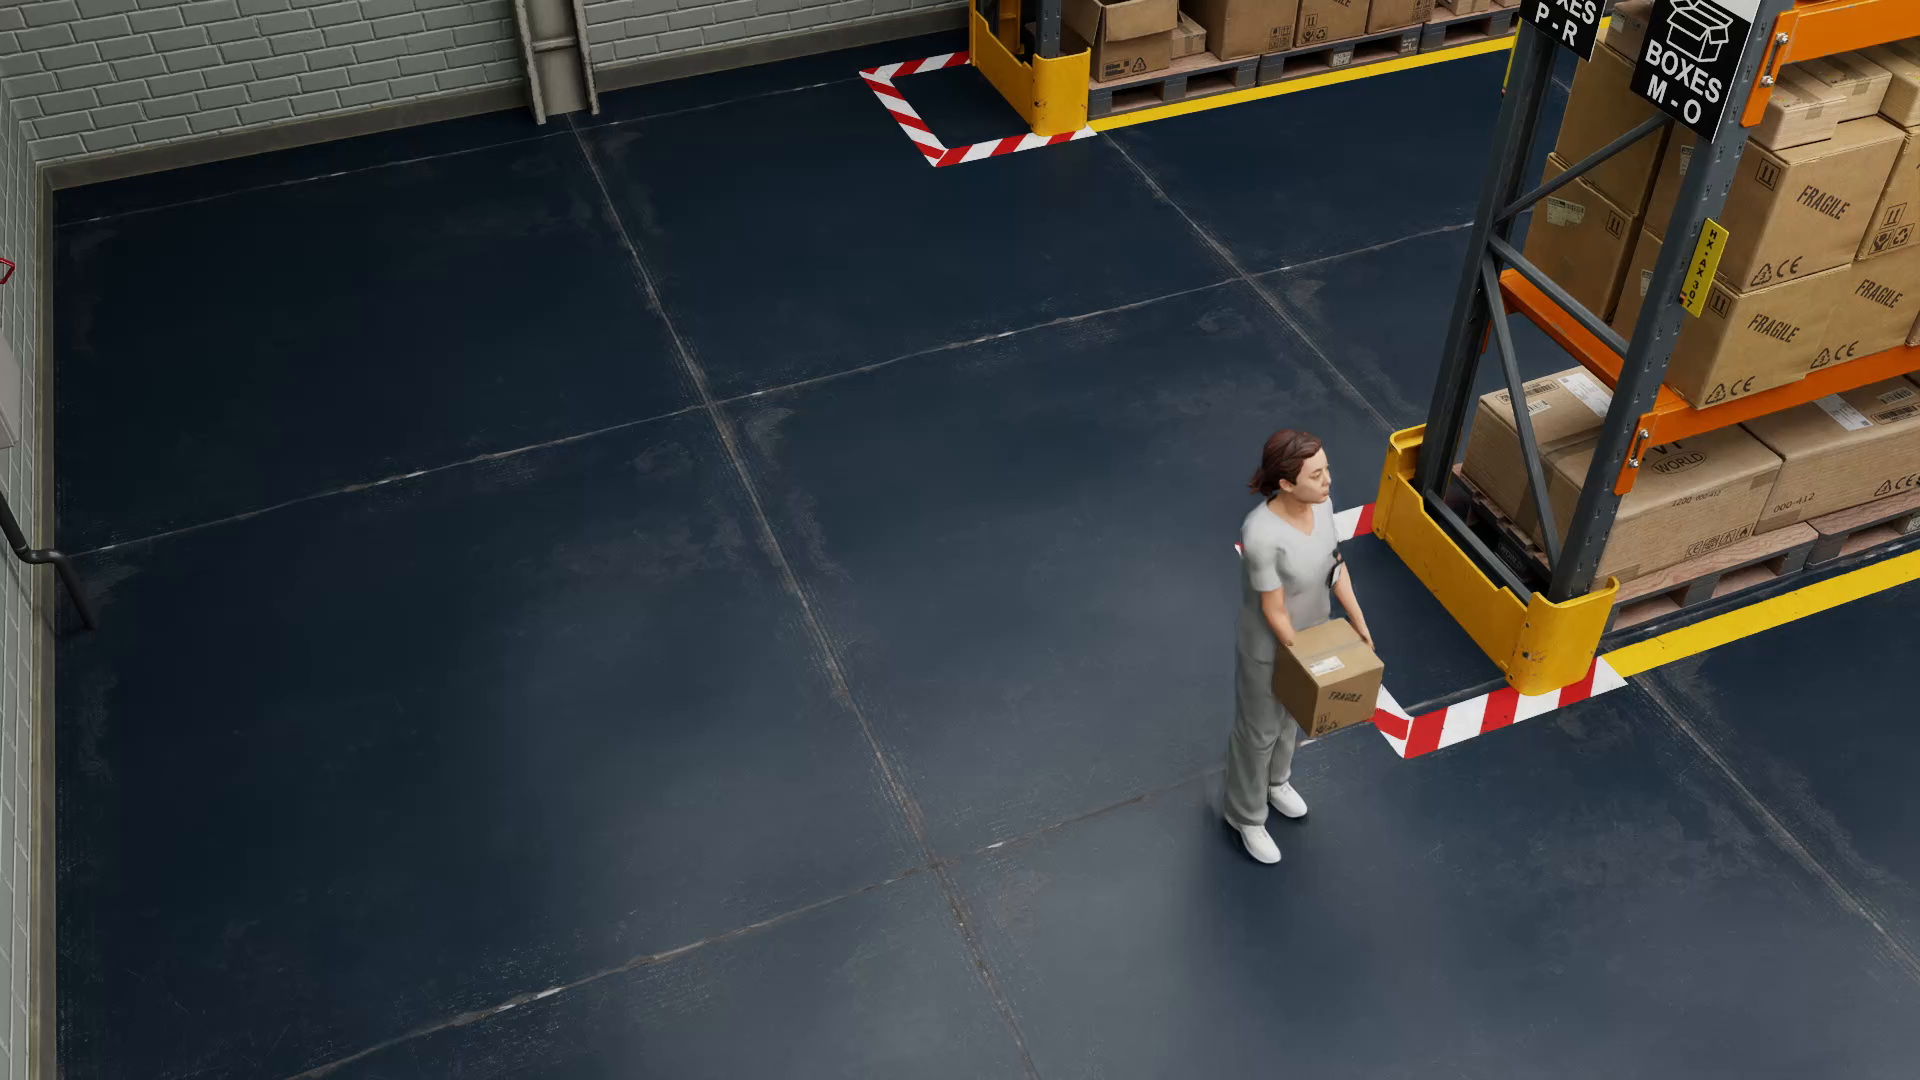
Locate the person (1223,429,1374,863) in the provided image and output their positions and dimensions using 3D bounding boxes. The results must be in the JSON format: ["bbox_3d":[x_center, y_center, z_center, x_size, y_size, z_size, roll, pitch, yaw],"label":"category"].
[{"bbox_3d":[1.136,0.358,5.759,0.514,1.678,0.500,32,51,30],"label":"person"}]
